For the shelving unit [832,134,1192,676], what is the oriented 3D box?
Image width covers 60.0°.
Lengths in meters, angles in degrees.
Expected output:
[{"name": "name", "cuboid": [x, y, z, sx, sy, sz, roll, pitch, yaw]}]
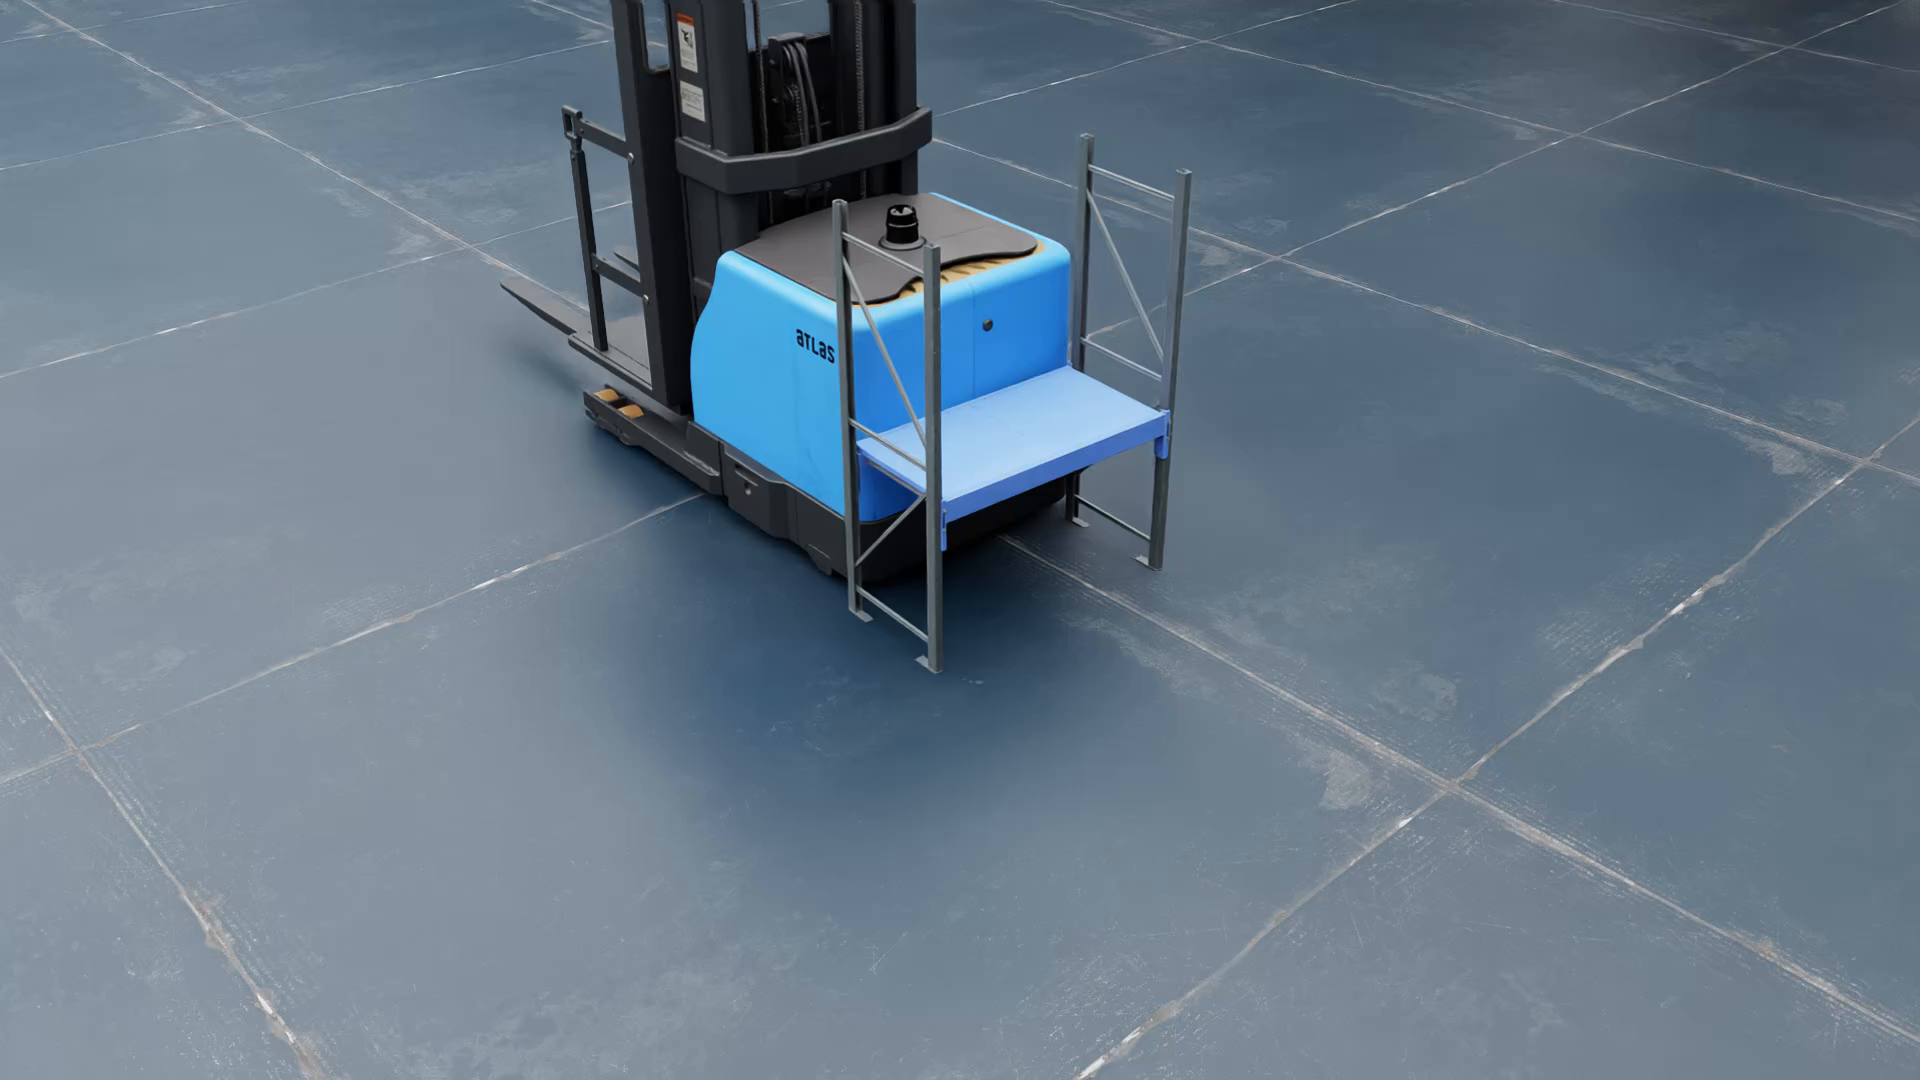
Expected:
[{"name": "shelving unit", "cuboid": [0.174, -0.462, 5.568, 1.048, 1.500, 0.538, -23, 38, -32]}]

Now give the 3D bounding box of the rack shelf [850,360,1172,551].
[{"name": "rack shelf", "cuboid": [0.174, -0.309, 5.662, 1.000, 0.185, 0.538, -23, 38, -32]}]

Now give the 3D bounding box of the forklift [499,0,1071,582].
[{"name": "forklift", "cuboid": [-0.929, -1.795, 6.376, 1.130, 2.935, 3.031, -24, 39, -34]}]

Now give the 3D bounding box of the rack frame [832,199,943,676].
[{"name": "rack frame", "cuboid": [-0.223, -0.297, 5.297, 0.032, 1.500, 0.500, -23, 38, -32]}]

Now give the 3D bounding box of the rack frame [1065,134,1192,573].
[{"name": "rack frame", "cuboid": [0.571, -0.628, 5.839, 0.032, 1.500, 0.500, -23, 38, -32]}]
